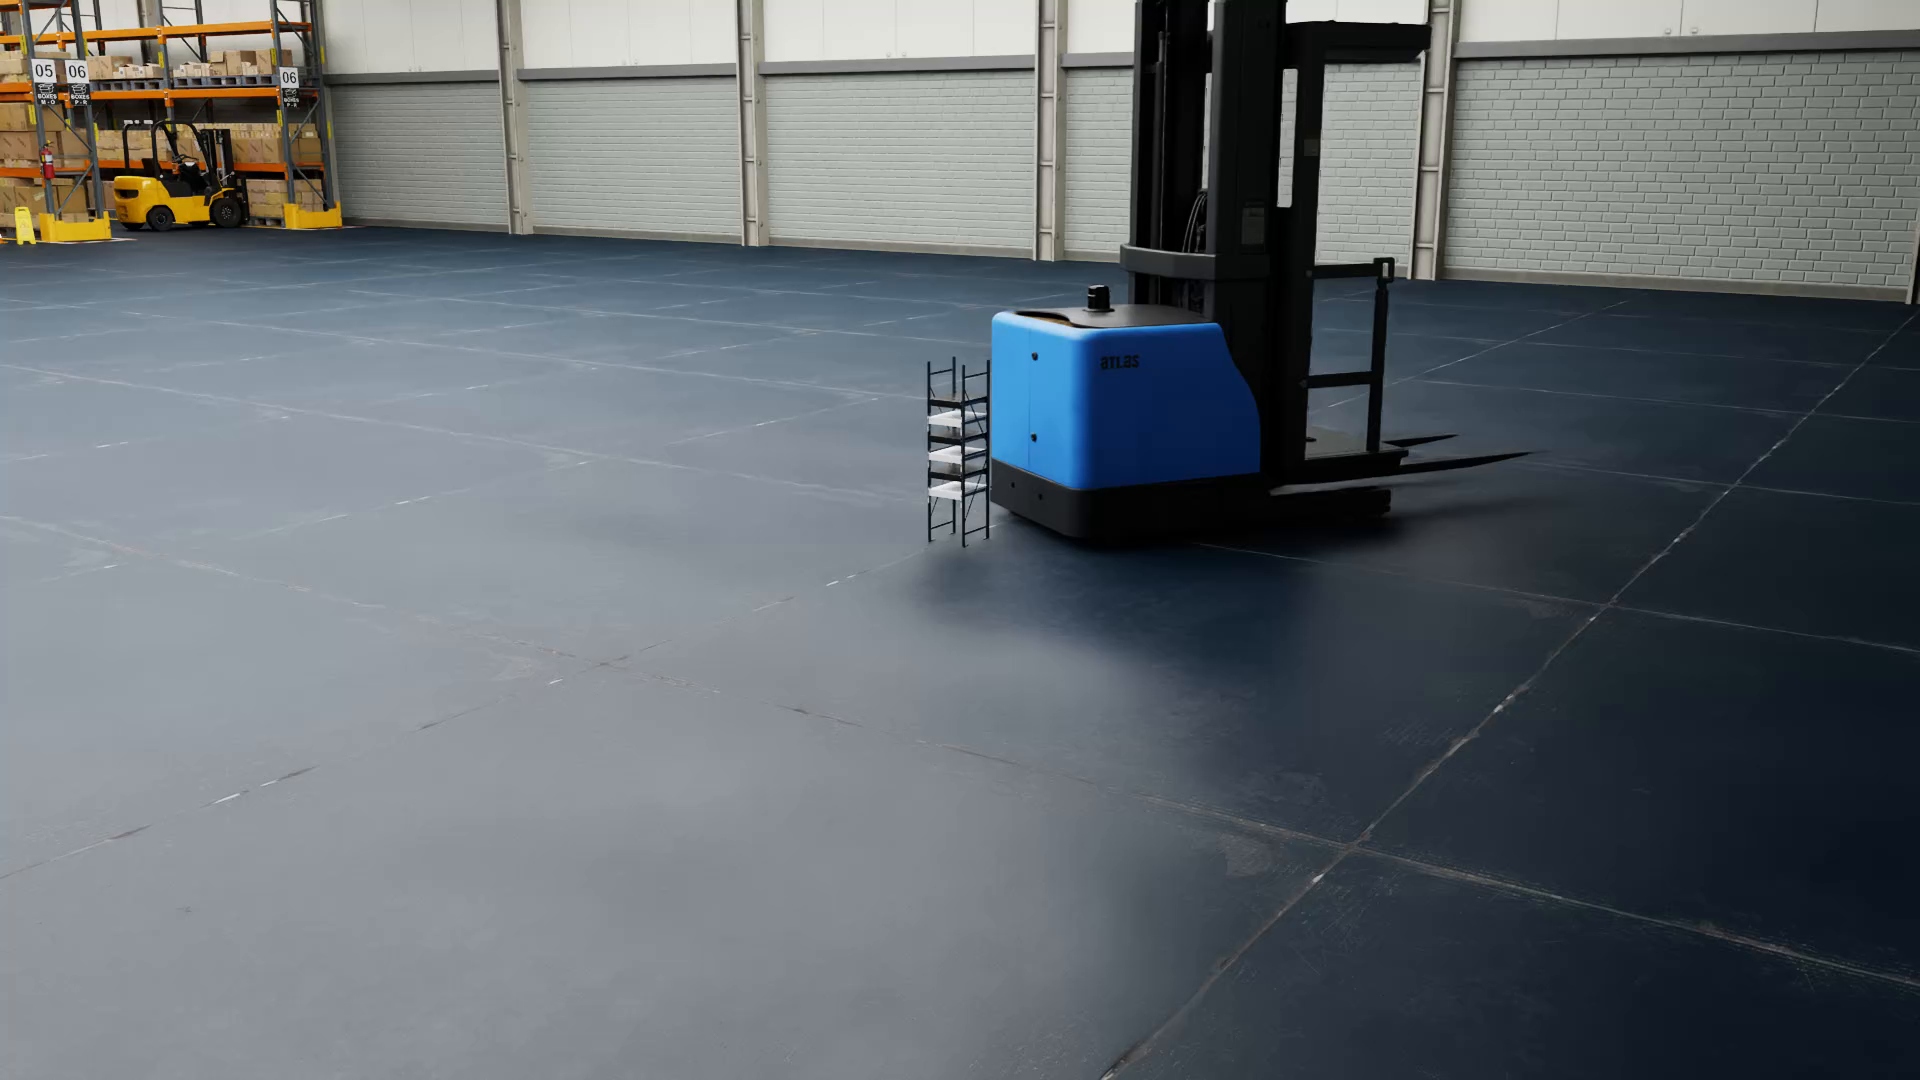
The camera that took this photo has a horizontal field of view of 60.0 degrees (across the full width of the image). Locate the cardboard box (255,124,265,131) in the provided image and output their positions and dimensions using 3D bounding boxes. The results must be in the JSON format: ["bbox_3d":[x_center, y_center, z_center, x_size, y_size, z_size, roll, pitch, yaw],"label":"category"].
[{"bbox_3d":[-14.344,-8.549,34.439,0.250,0.149,0.380,10,17,34],"label":"cardboard box"}]

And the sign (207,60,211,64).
[{"bbox_3d":[-16.486,-10.371,36.495,0.005,0.325,0.100,9,17,33],"label":"sign"}]

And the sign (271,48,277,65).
[{"bbox_3d":[-13.790,-9.720,33.425,0.005,0.325,0.100,9,17,33],"label":"sign"}]

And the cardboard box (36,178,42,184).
[{"bbox_3d":[-21.749,-8.556,39.623,0.250,0.149,0.380,8,16,30],"label":"cardboard box"}]

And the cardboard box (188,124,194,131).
[{"bbox_3d":[-16.418,-8.907,35.887,0.250,0.149,0.380,9,17,34],"label":"cardboard box"}]

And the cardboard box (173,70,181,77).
[{"bbox_3d":[-16.592,-9.981,35.599,0.250,0.149,0.380,10,17,34],"label":"cardboard box"}]

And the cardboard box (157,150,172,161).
[{"bbox_3d":[-17.359,-8.458,36.559,0.500,0.250,0.500,10,17,34],"label":"cardboard box"}]

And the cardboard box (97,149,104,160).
[{"bbox_3d":[-19.467,-8.802,37.950,0.500,0.250,0.500,9,16,32],"label":"cardboard box"}]

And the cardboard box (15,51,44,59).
[{"bbox_3d":[-16.688,-8.696,29.831,0.250,0.149,0.380,9,17,33],"label":"cardboard box"}]

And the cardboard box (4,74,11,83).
[{"bbox_3d":[-17.121,-8.384,30.230,0.250,0.149,0.380,10,17,34],"label":"cardboard box"}]

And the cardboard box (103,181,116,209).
[{"bbox_3d":[-19.057,-7.930,38.184,0.625,0.625,0.875,10,17,35],"label":"cardboard box"}]

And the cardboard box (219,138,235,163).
[{"bbox_3d":[-15.304,-8.246,35.185,0.500,0.500,0.500,9,17,33],"label":"cardboard box"}]

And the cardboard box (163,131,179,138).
[{"bbox_3d":[-17.202,-8.880,36.395,0.250,0.149,0.380,10,17,35],"label":"cardboard box"}]

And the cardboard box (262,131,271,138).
[{"bbox_3d":[-14.148,-8.361,34.299,0.250,0.149,0.380,9,17,34],"label":"cardboard box"}]

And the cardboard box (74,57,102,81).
[{"bbox_3d":[-19.648,-10.663,37.622,0.500,0.500,0.500,9,17,33],"label":"cardboard box"}]

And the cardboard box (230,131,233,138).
[{"bbox_3d":[-15.154,-8.551,35.067,0.250,0.149,0.380,9,17,32],"label":"cardboard box"}]

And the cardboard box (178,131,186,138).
[{"bbox_3d":[-16.677,-8.783,36.005,0.250,0.149,0.380,9,16,32],"label":"cardboard box"}]

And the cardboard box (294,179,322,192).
[{"bbox_3d":[-13.768,-7.435,34.885,0.500,0.250,0.500,9,16,32],"label":"cardboard box"}]

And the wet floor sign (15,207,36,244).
[{"bbox_3d":[-16.682,-5.607,29.630,0.267,0.644,0.232,-10,17,-35],"label":"wet floor sign"}]

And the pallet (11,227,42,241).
[{"bbox_3d":[-16.960,-5.761,31.157,1.213,0.211,1.003,9,17,33],"label":"pallet"}]

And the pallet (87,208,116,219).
[{"bbox_3d":[-19.452,-7.580,38.504,1.213,0.211,1.003,9,17,33],"label":"pallet"}]

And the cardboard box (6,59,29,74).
[{"bbox_3d":[-16.817,-8.531,29.994,0.500,0.250,0.500,9,16,32],"label":"cardboard box"}]

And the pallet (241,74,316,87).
[{"bbox_3d":[-14.048,-9.492,34.366,1.213,0.211,1.003,9,17,33],"label":"pallet"}]

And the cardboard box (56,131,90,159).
[{"bbox_3d":[-16.481,-7.300,30.744,0.500,0.500,0.500,9,16,32],"label":"cardboard box"}]

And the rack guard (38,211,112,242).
[{"bbox_3d":[-16.305,-5.785,30.653,0.348,0.500,1.175,9,17,33],"label":"rack guard"}]

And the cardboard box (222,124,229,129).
[{"bbox_3d":[-15.365,-8.734,35.187,0.250,0.149,0.380,9,17,33],"label":"cardboard box"}]

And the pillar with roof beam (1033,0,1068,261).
[{"bbox_3d":[-1.017,-7.892,21.475,0.400,9.000,9.100,9,17,33],"label":"pillar with roof beam"}]

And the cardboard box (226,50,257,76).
[{"bbox_3d":[-14.773,-9.904,34.556,0.500,0.500,0.700,9,17,33],"label":"cardboard box"}]

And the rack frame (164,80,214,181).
[{"bbox_3d":[-16.794,-8.515,36.479,0.127,3.000,1.000,9,17,33],"label":"rack frame"}]

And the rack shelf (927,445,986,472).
[{"bbox_3d":[-0.007,-0.406,8.227,0.200,0.077,0.258,9,17,33],"label":"rack shelf"}]

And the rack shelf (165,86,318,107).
[{"bbox_3d":[-15.135,-9.354,35.122,4.000,0.370,1.077,9,17,33],"label":"rack shelf"}]

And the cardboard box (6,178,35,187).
[{"bbox_3d":[-17.395,-6.628,30.793,0.250,0.149,0.380,10,17,34],"label":"cardboard box"}]

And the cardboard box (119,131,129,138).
[{"bbox_3d":[-18.542,-9.066,37.145,0.250,0.149,0.380,9,16,31],"label":"cardboard box"}]

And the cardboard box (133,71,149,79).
[{"bbox_3d":[-17.876,-10.189,36.437,0.250,0.149,0.380,9,17,33],"label":"cardboard box"}]

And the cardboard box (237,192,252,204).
[{"bbox_3d":[-14.904,-7.228,35.087,0.500,0.250,0.500,9,16,32],"label":"cardboard box"}]

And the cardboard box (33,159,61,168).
[{"bbox_3d":[-16.672,-6.874,30.372,0.250,0.149,0.380,10,17,35],"label":"cardboard box"}]

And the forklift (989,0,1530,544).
[{"bbox_3d":[1.711,-1.620,8.767,3.031,2.935,1.130,-6,15,-24],"label":"forklift"}]

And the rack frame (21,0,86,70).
[{"bbox_3d":[-16.242,-9.901,29.591,0.127,3.000,1.000,9,17,33],"label":"rack frame"}]

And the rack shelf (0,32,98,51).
[{"bbox_3d":[-21.773,-11.689,39.143,4.000,0.370,1.077,9,17,33],"label":"rack shelf"}]

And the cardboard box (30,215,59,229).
[{"bbox_3d":[-17.083,-5.916,30.826,0.500,0.250,0.500,9,17,33],"label":"cardboard box"}]

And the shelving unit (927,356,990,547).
[{"bbox_3d":[-0.007,-0.438,8.219,0.210,0.900,0.258,9,17,33],"label":"shelving unit"}]

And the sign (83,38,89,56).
[{"bbox_3d":[-15.940,-8.977,30.284,0.005,0.325,0.100,9,17,33],"label":"sign"}]

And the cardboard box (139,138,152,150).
[{"bbox_3d":[-17.775,-8.767,36.770,0.500,0.250,0.500,9,16,31],"label":"cardboard box"}]

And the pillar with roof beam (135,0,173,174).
[{"bbox_3d":[-20.931,-11.110,34.477,0.400,9.000,9.100,9,17,33],"label":"pillar with roof beam"}]
